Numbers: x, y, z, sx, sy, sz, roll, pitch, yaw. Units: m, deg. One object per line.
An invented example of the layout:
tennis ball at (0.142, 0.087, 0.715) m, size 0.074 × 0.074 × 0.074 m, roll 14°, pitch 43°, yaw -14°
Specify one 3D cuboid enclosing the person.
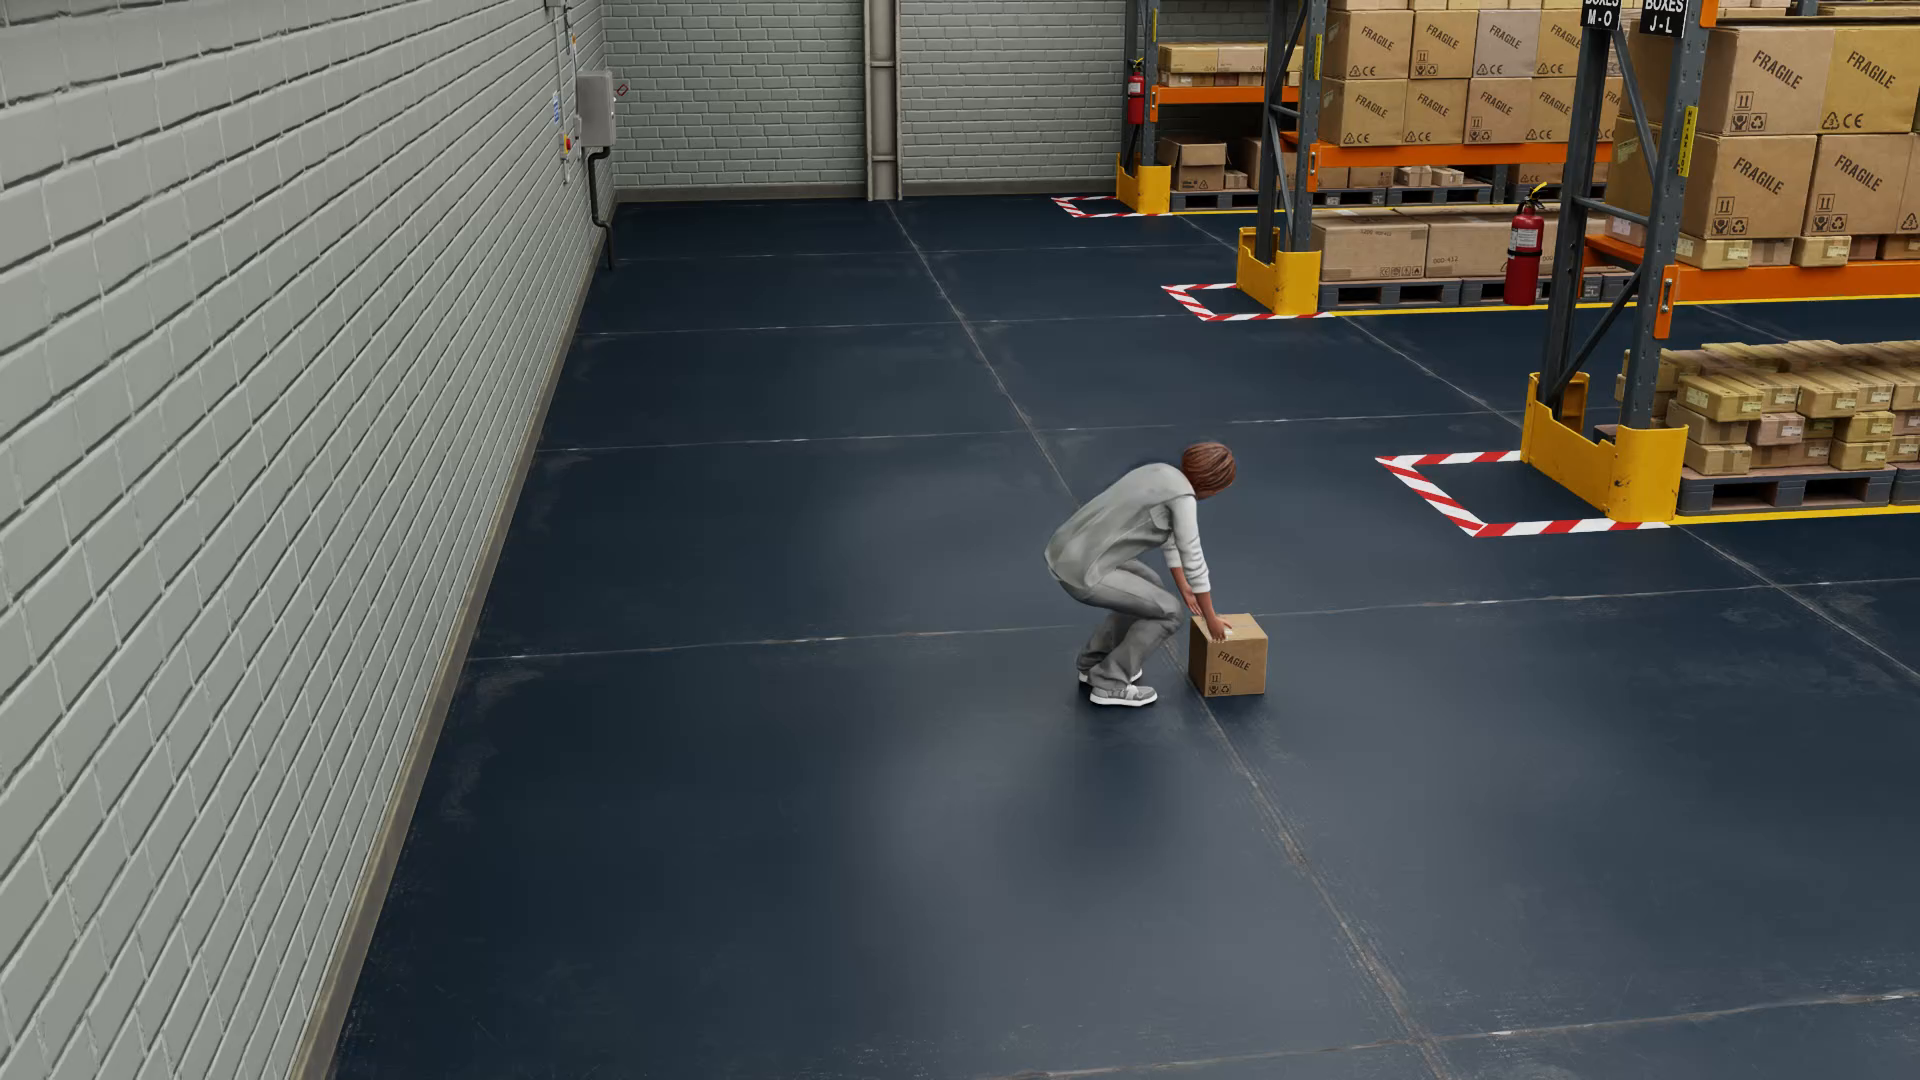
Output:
person at (0.706, 0.120, 6.596) m, size 0.768 × 1.022 × 0.458 m, roll -3°, pitch 21°, yaw -8°
